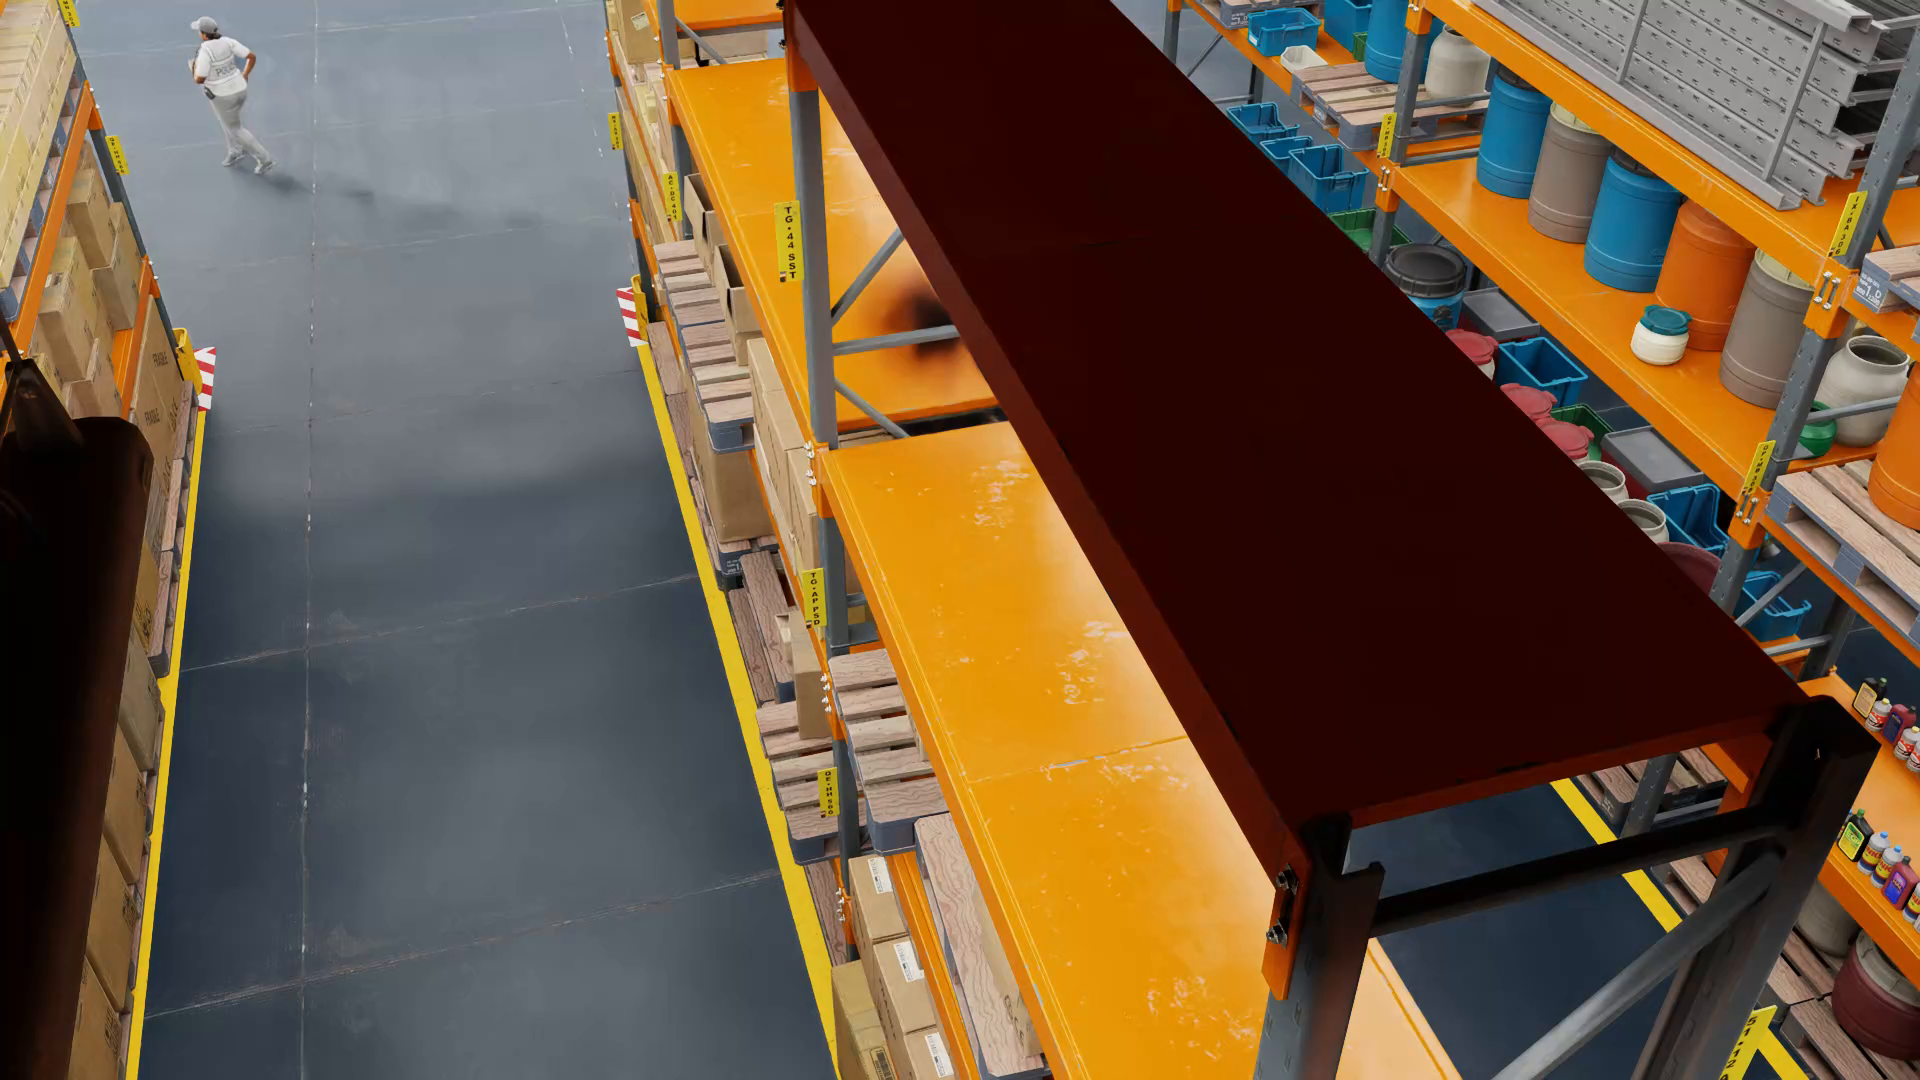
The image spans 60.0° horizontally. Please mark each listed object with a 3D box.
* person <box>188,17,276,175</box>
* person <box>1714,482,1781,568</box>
[{"bbox_3d":[-7.591,-4.595,17.276,0.844,1.709,0.590,11,40,13],"label":"person"},{"bbox_3d":[5.858,-0.543,12.112,0.715,1.735,0.826,-17,41,-20],"label":"person"}]
